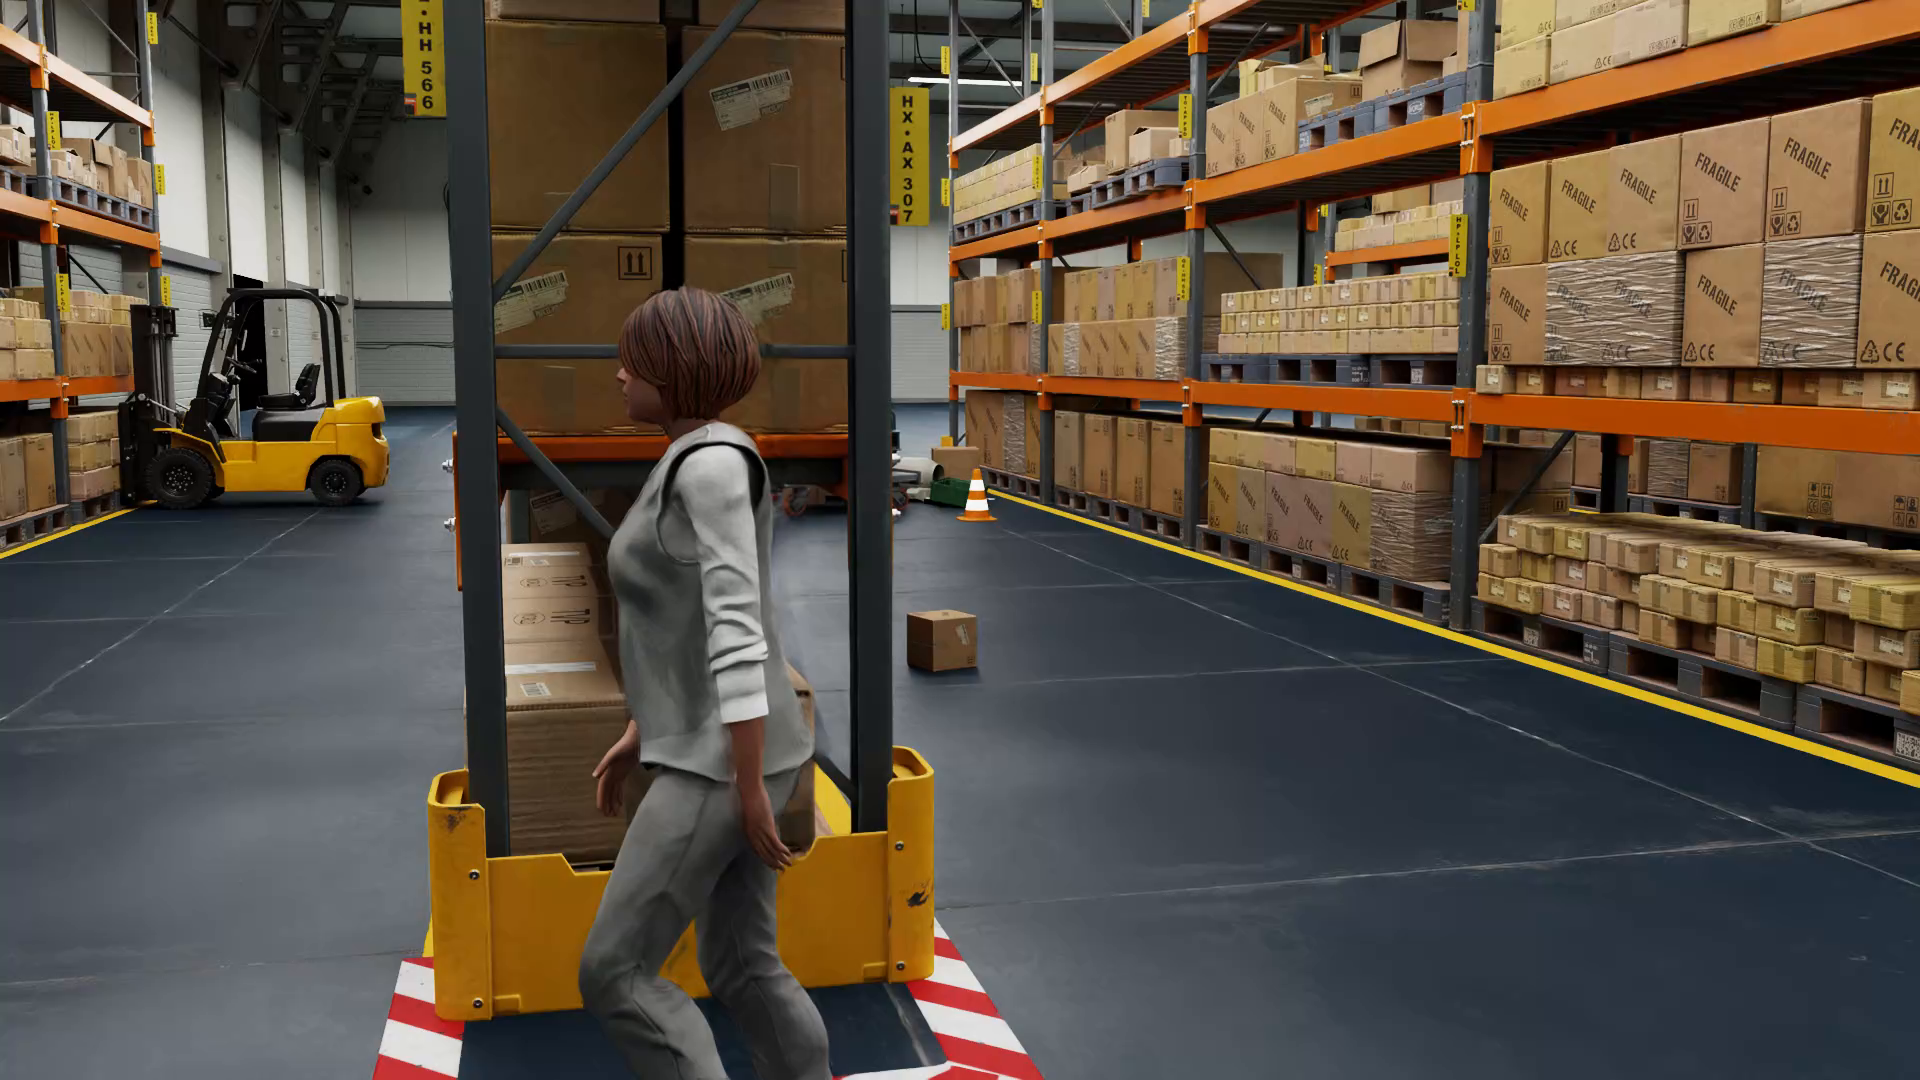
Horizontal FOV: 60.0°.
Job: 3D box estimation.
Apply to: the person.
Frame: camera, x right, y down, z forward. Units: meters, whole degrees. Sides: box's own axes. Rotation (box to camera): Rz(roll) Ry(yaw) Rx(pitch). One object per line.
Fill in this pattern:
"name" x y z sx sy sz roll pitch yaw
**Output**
"person" -0.383 0.401 2.729 0.463 1.624 0.474 -1 6 -8
